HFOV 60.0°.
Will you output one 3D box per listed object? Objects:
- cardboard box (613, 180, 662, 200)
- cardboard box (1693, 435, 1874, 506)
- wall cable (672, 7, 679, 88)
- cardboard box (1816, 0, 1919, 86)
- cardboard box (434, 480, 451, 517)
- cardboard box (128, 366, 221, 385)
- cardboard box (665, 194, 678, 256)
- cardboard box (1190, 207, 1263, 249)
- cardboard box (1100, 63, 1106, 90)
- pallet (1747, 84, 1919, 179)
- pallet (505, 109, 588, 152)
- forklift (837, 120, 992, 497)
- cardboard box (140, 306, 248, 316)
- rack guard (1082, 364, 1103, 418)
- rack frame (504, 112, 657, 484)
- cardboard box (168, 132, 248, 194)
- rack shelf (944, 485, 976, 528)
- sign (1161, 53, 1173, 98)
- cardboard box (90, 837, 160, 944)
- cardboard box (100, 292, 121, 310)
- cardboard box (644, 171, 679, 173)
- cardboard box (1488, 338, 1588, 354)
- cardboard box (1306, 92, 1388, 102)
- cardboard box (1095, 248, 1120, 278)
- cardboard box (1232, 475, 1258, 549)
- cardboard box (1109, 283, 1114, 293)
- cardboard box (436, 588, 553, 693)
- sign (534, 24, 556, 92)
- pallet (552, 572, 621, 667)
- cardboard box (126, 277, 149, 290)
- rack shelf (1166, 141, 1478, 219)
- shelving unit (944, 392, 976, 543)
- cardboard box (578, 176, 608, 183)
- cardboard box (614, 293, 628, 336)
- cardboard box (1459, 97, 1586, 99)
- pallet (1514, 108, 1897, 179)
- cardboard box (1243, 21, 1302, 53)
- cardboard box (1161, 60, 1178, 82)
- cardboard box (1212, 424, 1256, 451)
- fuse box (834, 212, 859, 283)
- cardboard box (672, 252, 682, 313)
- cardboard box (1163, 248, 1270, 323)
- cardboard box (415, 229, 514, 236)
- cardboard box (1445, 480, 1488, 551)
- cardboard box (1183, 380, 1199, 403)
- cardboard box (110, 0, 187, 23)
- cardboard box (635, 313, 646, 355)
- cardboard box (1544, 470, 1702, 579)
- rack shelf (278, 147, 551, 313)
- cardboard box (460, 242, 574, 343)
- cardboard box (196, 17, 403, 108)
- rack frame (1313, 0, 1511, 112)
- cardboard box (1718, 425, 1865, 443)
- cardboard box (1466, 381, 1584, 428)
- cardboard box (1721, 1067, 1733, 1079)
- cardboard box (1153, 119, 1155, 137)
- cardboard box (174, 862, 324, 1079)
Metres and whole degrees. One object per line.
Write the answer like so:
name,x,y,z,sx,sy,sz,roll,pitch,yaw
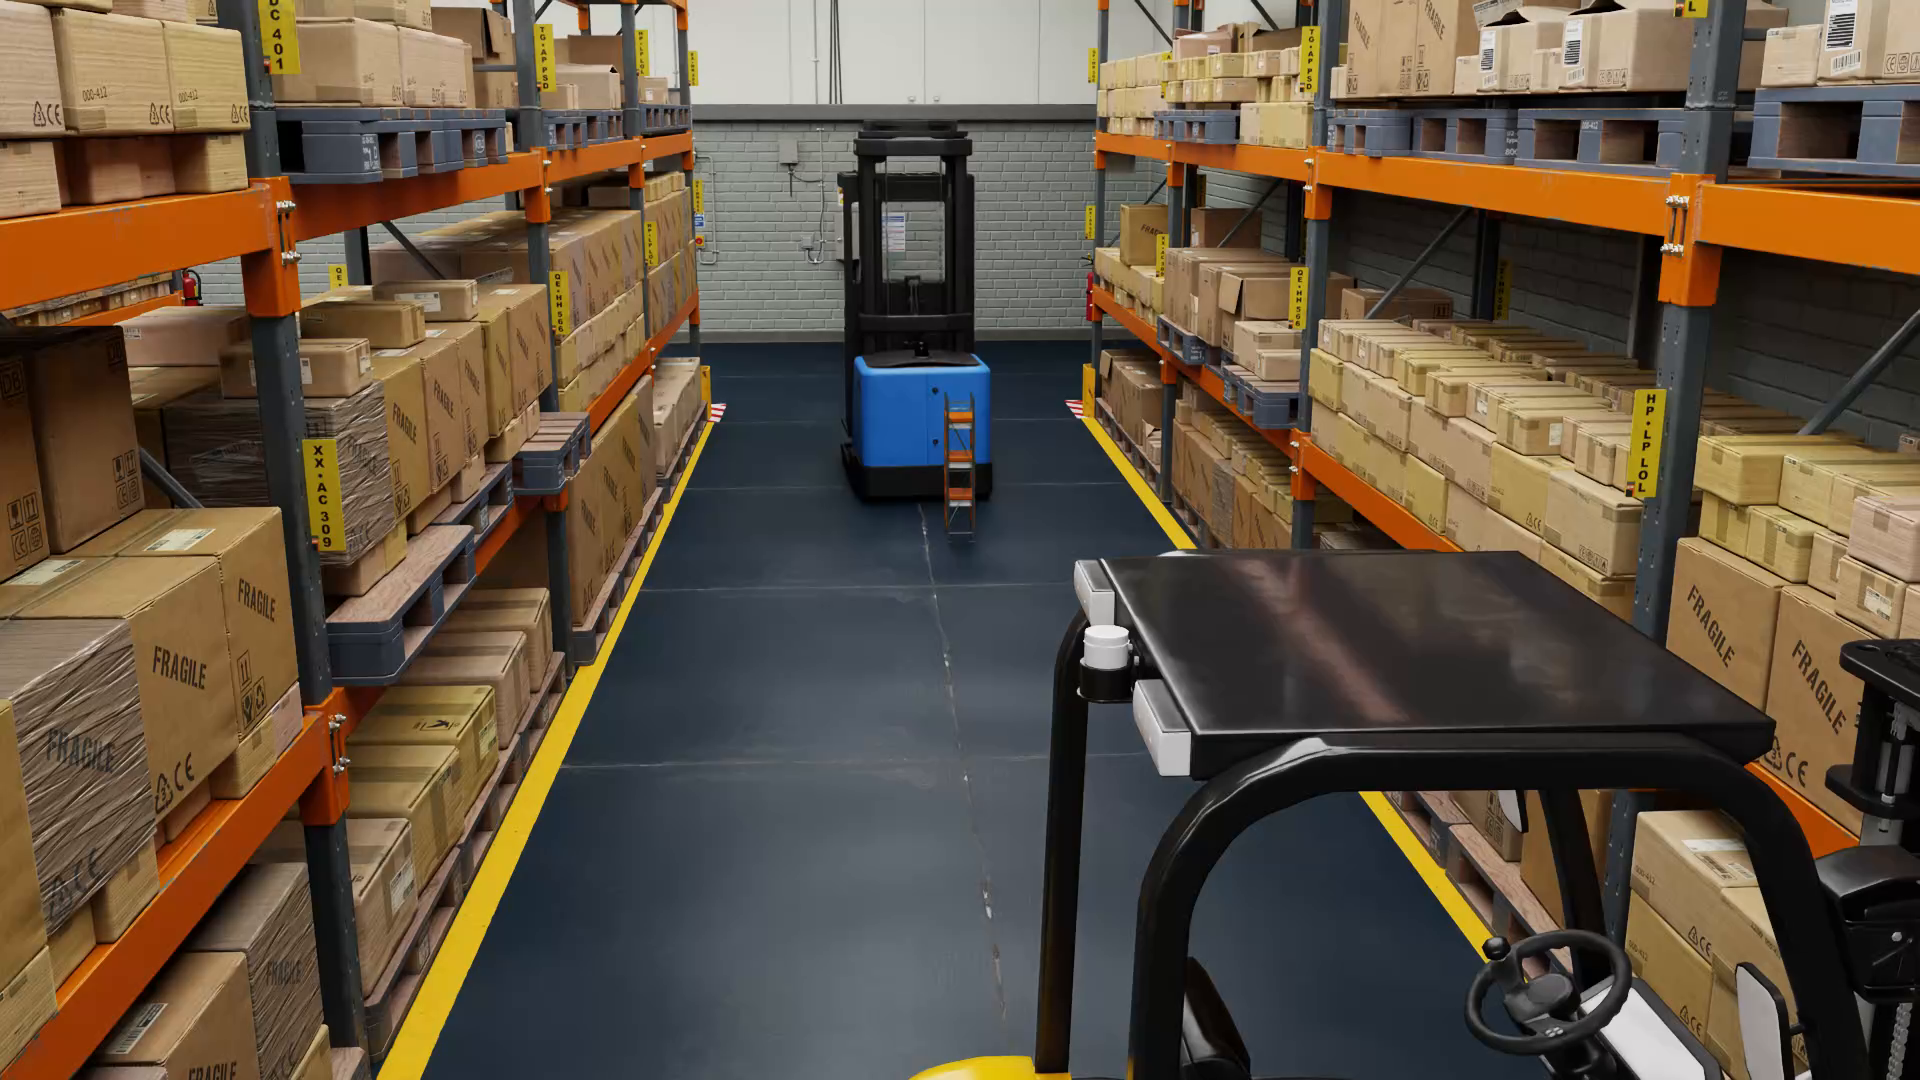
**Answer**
cardboard box,-2.654,-2.872,13.661,0.380,0.149,0.250,-1,14,-5
cardboard box,2.311,-0.198,4.676,0.380,0.149,0.250,-1,14,-2
wall cable,-3.743,-6.998,21.164,0.463,3.000,0.029,-1,14,-3
cardboard box,2.396,-1.226,3.887,0.500,0.311,0.500,-1,14,-2
cardboard box,-2.173,-0.179,6.365,0.380,0.149,0.250,-1,14,-3
cardboard box,-2.656,-0.328,5.641,0.500,0.500,0.500,-1,14,-3
cardboard box,-2.724,-2.721,14.374,0.500,0.500,0.500,-1,14,-4
cardboard box,2.265,-2.574,14.209,0.500,0.500,0.500,-1,14,-5
cardboard box,1.621,-4.412,15.833,0.500,0.250,0.500,-1,14,-4
pallet,2.666,-0.973,3.947,1.003,0.211,1.213,-1,14,-3
pallet,-2.707,-2.213,8.967,1.213,0.211,1.003,0,14,-1
forklift,-0.458,-2.075,14.211,1.130,2.935,3.031,-2,15,-8
cardboard box,-2.716,-0.758,6.010,0.380,0.149,0.250,-2,15,-6
rack guard,1.849,-1.530,16.970,1.175,0.500,0.348,-1,14,-3
rack frame,-2.862,-1.687,12.564,1.000,3.000,0.127,-1,14,-3
cardboard box,-2.042,-0.955,4.202,0.380,0.149,0.250,-1,14,-3
rack shelf,-0.003,-0.242,12.019,0.215,0.259,0.240,-1,14,-3
sign,1.551,-3.458,12.387,0.100,0.325,0.005,-1,14,-3
cardboard box,-1.976,0.752,3.588,0.380,0.149,0.250,-1,14,-4
cardboard box,-7.707,-2.128,14.783,0.380,0.149,0.250,-2,15,-6
cardboard box,-2.888,-3.443,15.878,0.380,0.149,0.250,-1,14,-3
cardboard box,2.730,-0.866,7.870,0.380,0.149,0.250,-1,14,-5
cardboard box,2.078,-2.428,8.923,0.380,0.149,0.250,-1,14,-2
cardboard box,1.603,-2.714,16.259,0.500,0.250,0.500,-1,14,-3
cardboard box,2.044,-0.119,10.644,0.500,0.500,0.500,0,14,-1
cardboard box,1.653,-2.489,16.186,0.380,0.149,0.250,-1,14,-2
cardboard box,-2.589,0.518,8.426,0.950,0.372,0.625,-2,15,-7
sign,-2.072,-2.403,8.290,0.100,0.325,0.005,-1,14,-3
pallet,-2.588,0.461,9.812,1.003,0.211,1.213,-1,14,-3
cardboard box,-7.732,-2.537,15.069,0.500,0.500,0.500,-1,14,-4
rack shelf,2.216,-2.372,10.648,1.077,0.370,4.000,-1,14,-3
shelving unit,-0.003,-0.522,11.947,0.215,1.050,0.252,-1,14,-3
cardboard box,-3.298,-3.113,14.598,0.380,0.149,0.250,-1,14,-3
cardboard box,-2.515,-1.498,11.126,0.500,0.250,0.500,-1,14,-2
cardboard box,2.641,-2.226,7.894,0.500,0.250,0.500,-1,14,-3
pallet,2.520,-1.354,5.635,0.805,0.209,1.217,-1,15,-6
cardboard box,2.229,-3.552,11.824,0.396,0.266,0.258,-1,14,-3
cardboard box,1.673,-3.411,12.106,0.380,0.149,0.250,0,14,-2
cardboard box,1.979,-0.716,11.663,0.380,0.149,0.250,-1,14,-4
fuse box,-1.377,-3.456,22.025,0.539,1.711,0.414,-1,14,-3
cardboard box,-2.713,-2.233,14.487,0.500,0.500,0.500,0,14,-2
cardboard box,1.899,-1.893,12.320,0.700,0.500,0.500,-1,14,-2
cardboard box,-2.971,-1.601,10.021,0.500,0.500,0.500,-1,14,-3
cardboard box,2.259,-0.073,6.590,0.500,0.250,0.500,-1,14,-3
cardboard box,1.909,-1.123,12.648,0.380,0.149,0.250,-1,14,-4
cardboard box,-2.036,-1.276,3.849,0.380,0.149,0.250,-1,14,-5
cardboard box,-2.582,-1.507,12.164,0.500,0.250,0.500,-1,14,-5
cardboard box,2.302,-0.063,5.548,0.500,0.250,0.500,-1,14,-5
rack shelf,-2.490,-1.299,6.480,1.077,0.370,4.000,-1,14,-3
cardboard box,-2.400,-1.351,9.052,0.500,0.500,0.500,-1,14,-5
cardboard box,-2.002,-1.433,5.013,0.500,0.250,0.500,-1,14,-5
rack frame,2.340,-3.675,8.252,1.000,3.000,0.127,-1,14,-3
cardboard box,2.816,-0.296,5.654,0.380,0.149,0.250,-1,14,-5
cardboard box,2.236,-0.537,6.590,0.380,0.149,0.250,-1,14,-3
cardboard box,2.334,1.605,4.446,0.500,0.250,0.500,-1,14,-5
cardboard box,1.755,-3.308,13.350,0.380,0.149,0.250,0,14,-2
cardboard box,-2.062,1.210,4.472,0.500,0.500,0.500,-1,14,-4
